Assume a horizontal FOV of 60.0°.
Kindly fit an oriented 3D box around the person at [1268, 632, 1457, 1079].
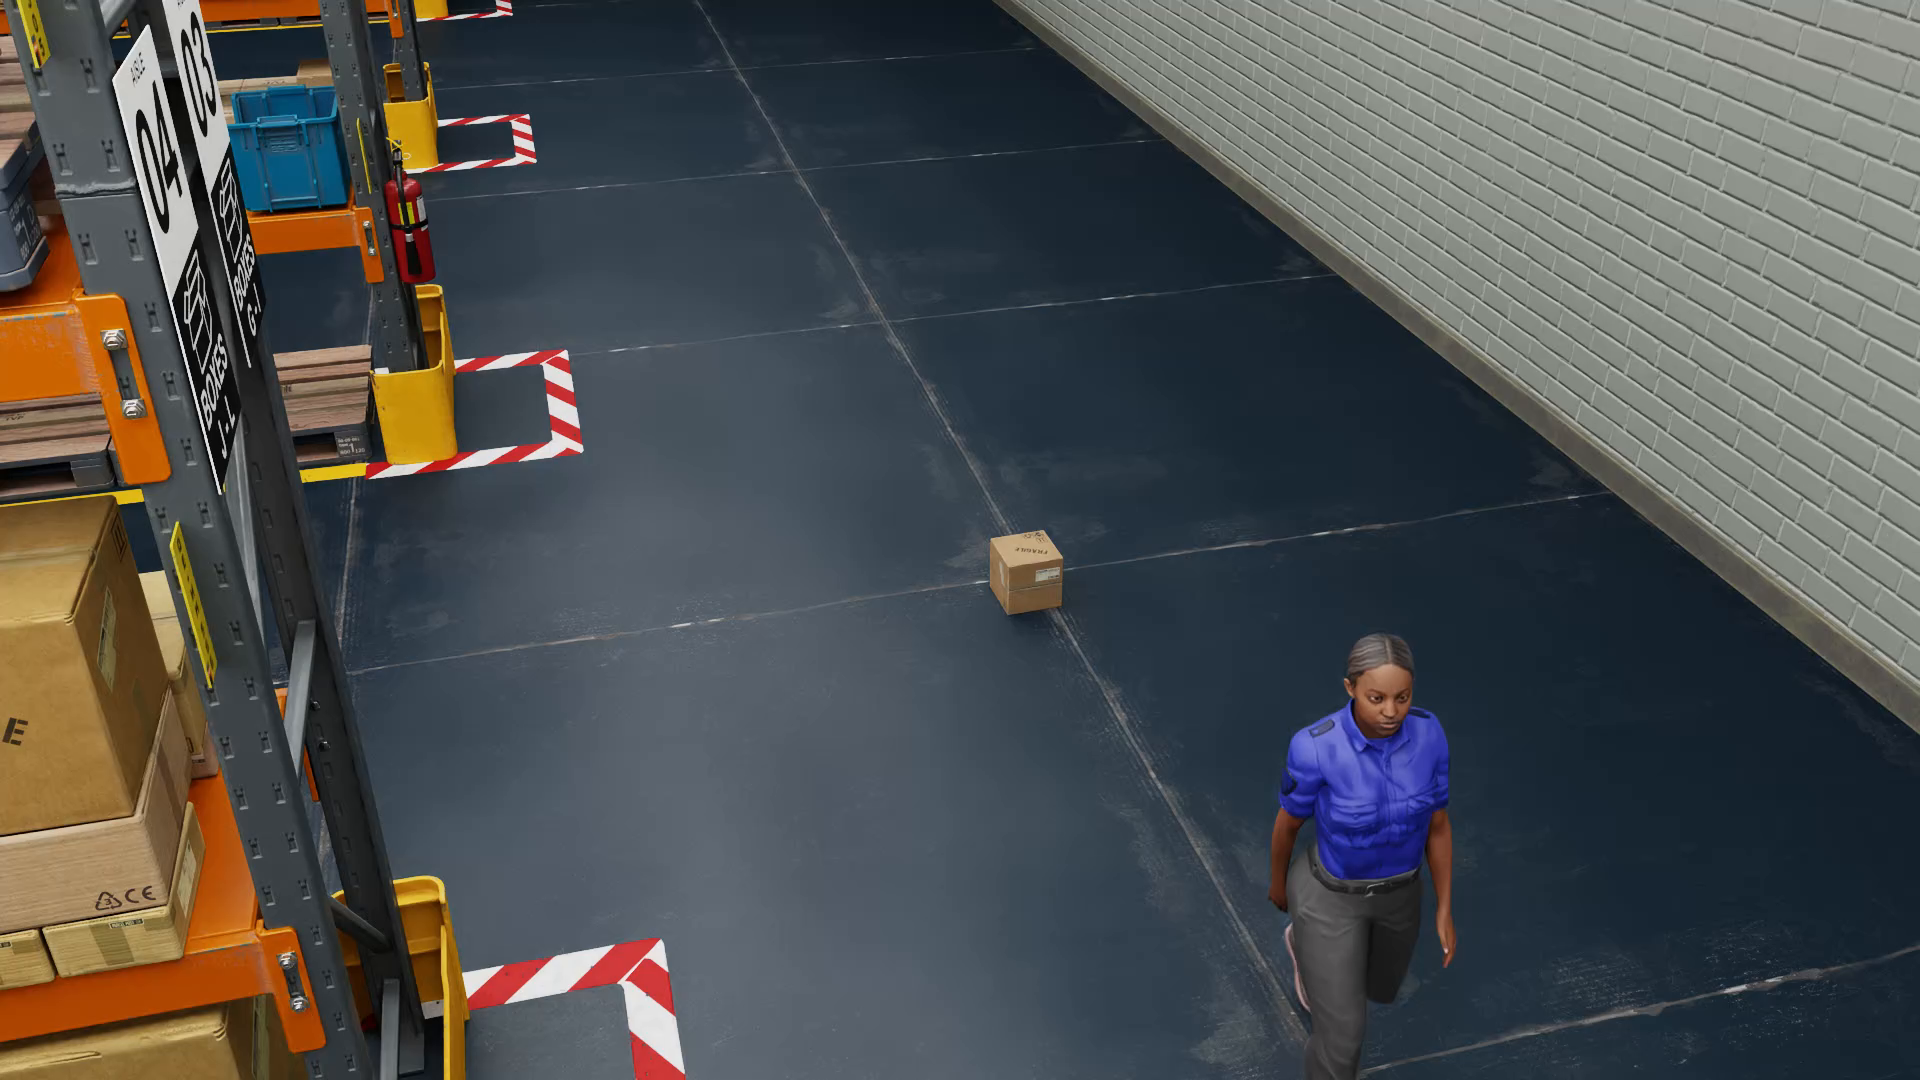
[{"bbox_3d":[1.058,0.929,4.528,0.436,1.615,0.859,-8,31,-13],"label":"person"}]
